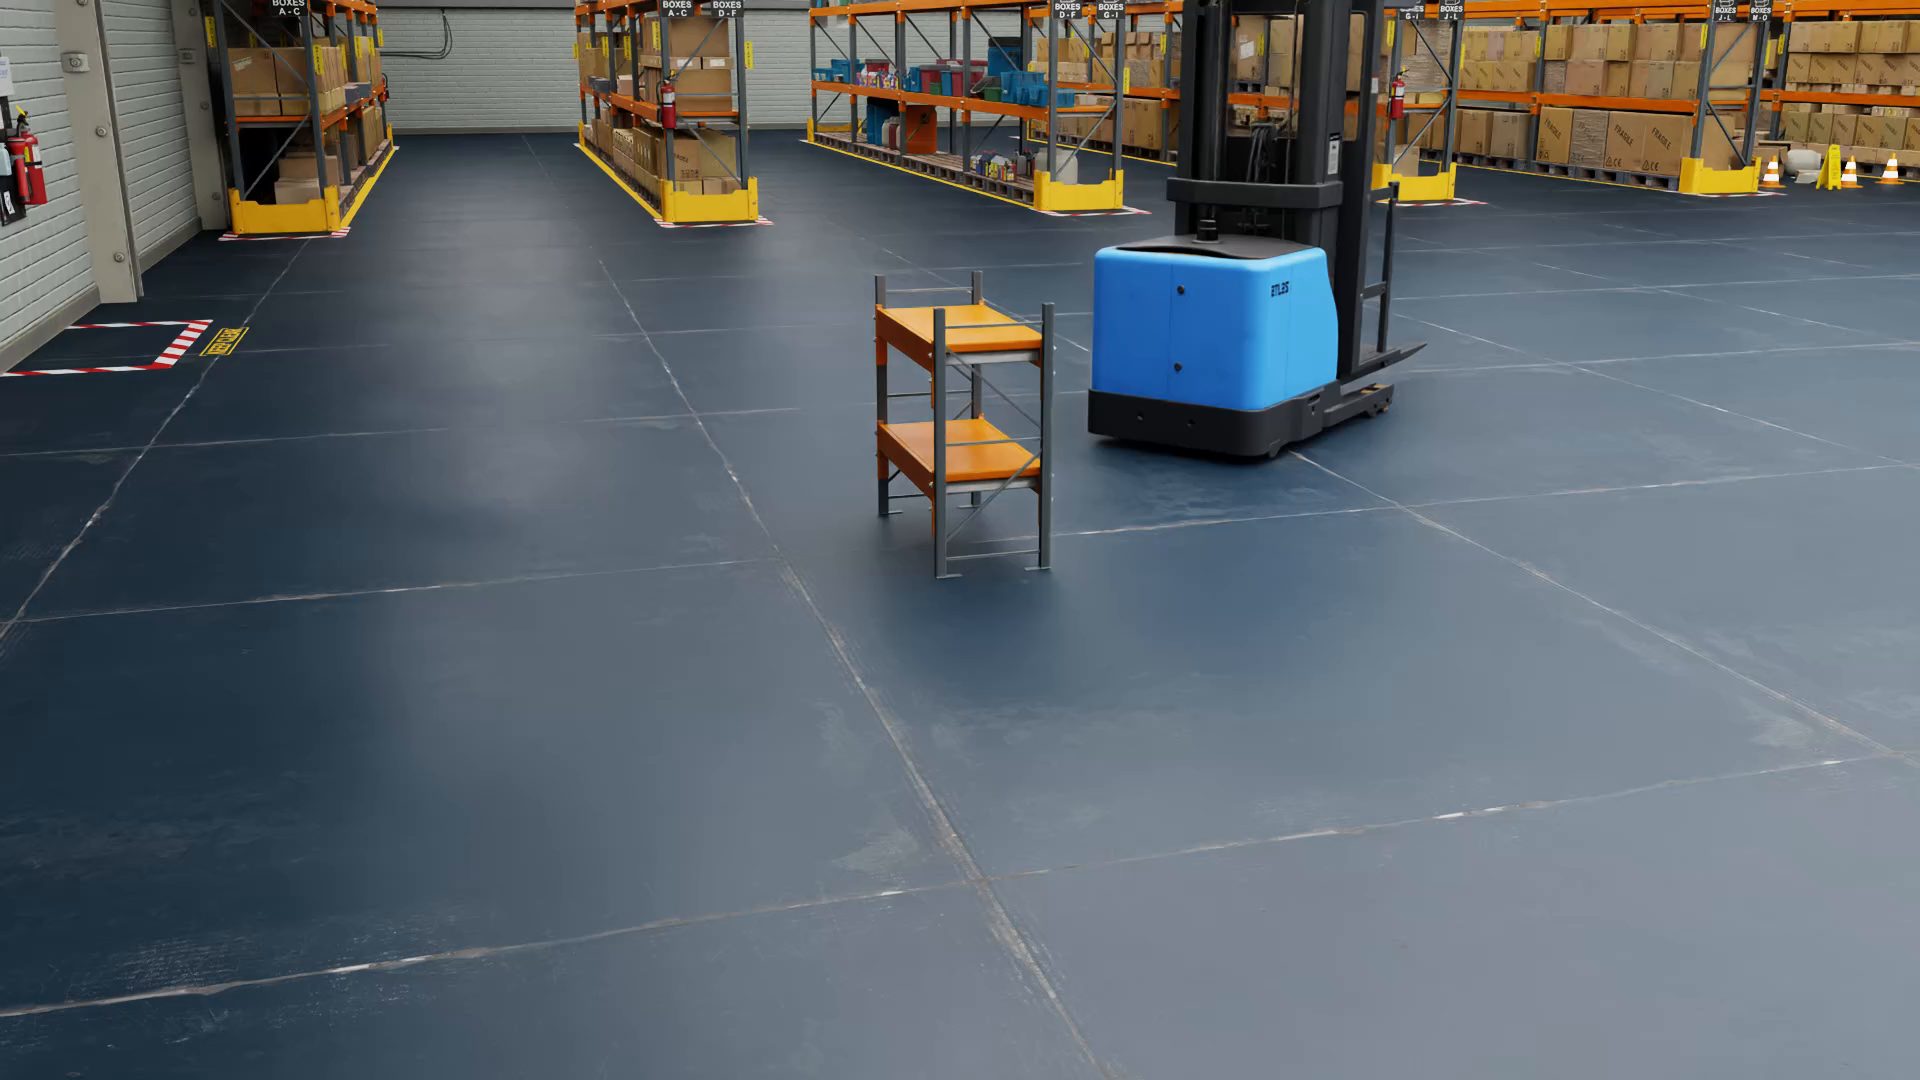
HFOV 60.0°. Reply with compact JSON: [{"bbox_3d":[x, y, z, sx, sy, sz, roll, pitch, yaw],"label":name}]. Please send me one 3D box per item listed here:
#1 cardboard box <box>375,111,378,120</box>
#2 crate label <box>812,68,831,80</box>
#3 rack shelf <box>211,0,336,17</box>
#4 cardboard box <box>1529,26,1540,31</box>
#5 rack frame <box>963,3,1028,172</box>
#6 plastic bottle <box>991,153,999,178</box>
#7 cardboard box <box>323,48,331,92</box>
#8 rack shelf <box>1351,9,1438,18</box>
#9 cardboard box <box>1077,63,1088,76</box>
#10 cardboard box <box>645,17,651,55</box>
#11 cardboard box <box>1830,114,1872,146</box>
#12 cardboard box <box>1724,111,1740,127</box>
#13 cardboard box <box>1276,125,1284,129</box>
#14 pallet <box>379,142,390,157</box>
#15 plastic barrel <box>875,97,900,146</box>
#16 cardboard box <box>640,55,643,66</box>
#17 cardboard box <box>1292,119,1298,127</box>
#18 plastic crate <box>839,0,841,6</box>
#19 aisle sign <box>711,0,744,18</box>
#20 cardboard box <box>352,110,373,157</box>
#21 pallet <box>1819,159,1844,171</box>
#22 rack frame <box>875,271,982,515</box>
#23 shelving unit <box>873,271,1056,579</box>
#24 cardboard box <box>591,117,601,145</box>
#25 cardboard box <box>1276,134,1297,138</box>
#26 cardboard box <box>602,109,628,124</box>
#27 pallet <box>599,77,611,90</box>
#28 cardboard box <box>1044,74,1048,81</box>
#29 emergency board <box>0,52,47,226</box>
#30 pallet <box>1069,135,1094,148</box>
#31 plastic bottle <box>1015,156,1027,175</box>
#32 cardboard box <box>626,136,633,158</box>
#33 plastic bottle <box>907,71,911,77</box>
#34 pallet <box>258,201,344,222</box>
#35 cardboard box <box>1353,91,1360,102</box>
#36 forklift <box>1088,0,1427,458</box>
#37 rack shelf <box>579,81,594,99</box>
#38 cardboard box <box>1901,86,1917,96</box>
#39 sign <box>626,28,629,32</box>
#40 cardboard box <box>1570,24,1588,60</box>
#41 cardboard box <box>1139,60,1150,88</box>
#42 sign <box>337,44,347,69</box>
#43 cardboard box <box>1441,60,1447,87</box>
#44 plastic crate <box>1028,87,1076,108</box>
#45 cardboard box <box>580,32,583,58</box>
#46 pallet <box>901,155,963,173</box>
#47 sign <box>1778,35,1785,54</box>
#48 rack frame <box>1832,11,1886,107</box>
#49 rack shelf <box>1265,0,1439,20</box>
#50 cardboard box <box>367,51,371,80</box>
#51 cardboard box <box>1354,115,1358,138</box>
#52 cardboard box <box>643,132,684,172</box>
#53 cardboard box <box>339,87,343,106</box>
[{"bbox_3d":[-11.210,-8.010,31.393,0.380,0.149,0.250,-4,17,-13],"label":"cardboard box"},{"bbox_3d":[-3.007,-10.116,36.101,0.416,0.233,0.303,-5,17,-15],"label":"crate label"},{"bbox_3d":[-8.436,-6.698,20.572,1.077,0.370,4.000,-5,17,-15],"label":"rack shelf"},{"bbox_3d":[12.794,-11.275,36.735,0.380,0.149,0.250,-5,17,-16],"label":"cardboard box"},{"bbox_3d":[0.540,-6.942,25.349,1.000,3.000,0.127,-5,17,-15],"label":"rack frame"},{"bbox_3d":[0.531,-5.458,24.249,0.144,0.351,0.185,-5,17,-16],"label":"plastic bottle"},{"bbox_3d":[-7.855,-5.643,19.945,0.500,0.500,0.500,-5,17,-15],"label":"cardboard box"},{"bbox_3d":[8.450,-10.450,33.062,1.077,0.370,4.000,-5,17,-15],"label":"rack shelf"},{"bbox_3d":[2.730,-9.719,34.336,0.500,0.250,0.500,-5,17,-16],"label":"cardboard box"},{"bbox_3d":[-3.956,-6.959,22.976,0.700,0.500,0.500,-5,17,-15],"label":"cardboard box"},{"bbox_3d":[15.032,-6.885,27.906,0.500,0.500,0.500,-4,17,-12],"label":"cardboard box"},{"bbox_3d":[17.476,-9.429,37.244,0.500,0.500,0.500,-5,17,-16],"label":"cardboard box"},{"bbox_3d":[7.180,-9.114,36.806,0.380,0.149,0.250,-5,17,-15],"label":"cardboard box"},{"bbox_3d":[-11.657,-7.591,32.356,1.003,0.211,1.213,-5,17,-15],"label":"pallet"},{"bbox_3d":[-1.331,-8.003,31.800,0.600,0.901,0.708,-5,17,-15],"label":"plastic barrel"},{"bbox_3d":[-4.336,-6.820,23.643,0.380,0.149,0.250,-5,17,-15],"label":"cardboard box"},{"bbox_3d":[7.422,-9.025,35.991,0.380,0.149,0.250,-6,18,-18],"label":"cardboard box"},{"bbox_3d":[-2.216,-10.738,33.063,0.416,0.233,0.300,-5,17,-15],"label":"plastic crate"},{"bbox_3d":[-2.812,-6.696,20.011,0.394,0.787,0.004,-5,17,-15],"label":"aisle sign"},{"bbox_3d":[-10.396,-6.893,28.194,0.750,0.750,0.750,-5,17,-16],"label":"cardboard box"},{"bbox_3d":[15.049,-6.599,29.053,1.003,0.211,1.213,-5,17,-15],"label":"pallet"},{"bbox_3d":[-0.142,-0.681,7.765,0.500,1.125,0.032,-5,17,-15],"label":"rack frame"},{"bbox_3d":[-0.002,-0.541,7.296,0.538,1.125,1.048,-5,17,-15],"label":"shelving unit"},{"bbox_3d":[-6.852,-7.913,32.162,0.500,0.500,0.500,-5,17,-15],"label":"cardboard box"},{"bbox_3d":[5.373,-6.224,26.573,0.500,0.500,0.500,-5,18,-17],"label":"cardboard box"},{"bbox_3d":[-6.111,-7.569,29.712,0.500,0.250,0.500,-5,17,-16],"label":"cardboard box"},{"bbox_3d":[-5.862,-8.104,29.549,1.003,0.211,1.213,-5,17,-15],"label":"pallet"},{"bbox_3d":[2.068,-10.124,36.379,0.380,0.149,0.250,-5,17,-16],"label":"cardboard box"},{"bbox_3d":[-6.619,-2.831,11.664,0.194,1.169,0.643,-5,17,-15],"label":"emergency board"},{"bbox_3d":[2.970,-8.428,35.141,1.003,0.211,1.213,-5,17,-15],"label":"pallet"},{"bbox_3d":[0.911,-5.621,24.921,0.152,0.276,0.135,-5,17,-15],"label":"plastic bottle"},{"bbox_3d":[-4.760,-5.937,25.078,0.500,0.311,0.500,-4,17,-14],"label":"cardboard box"},{"bbox_3d":[-0.898,-8.549,30.784,0.144,0.351,0.185,-5,17,-15],"label":"plastic bottle"},{"bbox_3d":[-8.097,-3.965,20.287,1.003,0.211,1.213,-5,17,-15],"label":"pallet"},{"bbox_3d":[5.884,-6.374,23.895,0.380,0.149,0.250,-5,17,-15],"label":"cardboard box"},{"bbox_3d":[1.963,-2.201,9.686,1.130,2.935,3.031,11,20,33],"label":"forklift"},{"bbox_3d":[-6.972,-8.973,33.361,1.077,0.370,4.000,-5,17,-15],"label":"rack shelf"},{"bbox_3d":[15.295,-7.180,26.577,0.380,0.149,0.250,-4,17,-14],"label":"cardboard box"},{"bbox_3d":[-6.983,-10.615,35.014,0.100,0.325,0.005,-5,17,-15],"label":"sign"},{"bbox_3d":[10.430,-8.039,26.863,0.875,0.550,0.550,-5,17,-15],"label":"cardboard box"},{"bbox_3d":[3.697,-8.743,31.171,0.500,0.500,0.500,-5,17,-16],"label":"cardboard box"},{"bbox_3d":[-8.466,-6.619,22.767,0.100,0.325,0.005,-5,17,-15],"label":"sign"},{"bbox_3d":[9.006,-8.566,30.582,0.500,0.500,0.500,-5,17,-16],"label":"cardboard box"},{"bbox_3d":[1.214,-5.879,22.069,0.499,0.251,0.616,-5,17,-15],"label":"plastic crate"},{"bbox_3d":[-7.370,-9.971,33.521,0.500,0.500,0.500,-4,17,-14],"label":"cardboard box"},{"bbox_3d":[-0.384,-6.496,28.710,1.003,0.211,1.213,-5,17,-15],"label":"pallet"},{"bbox_3d":[14.298,-8.627,28.945,0.100,0.325,0.005,-5,17,-15],"label":"sign"},{"bbox_3d":[18.503,-9.617,34.254,1.000,3.000,0.127,-5,17,-15],"label":"rack frame"},{"bbox_3d":[5.851,-7.873,24.483,1.077,0.370,4.000,-5,17,-15],"label":"rack shelf"},{"bbox_3d":[-10.815,-8.464,29.689,0.500,0.500,0.500,-5,17,-16],"label":"cardboard box"},{"bbox_3d":[8.267,-8.259,33.347,0.500,0.500,0.500,-6,18,-18],"label":"cardboard box"},{"bbox_3d":[-3.983,-5.227,22.386,0.500,0.500,0.500,-5,17,-15],"label":"cardboard box"},{"bbox_3d":[-8.435,-5.851,21.943,0.500,0.250,0.500,-5,17,-15],"label":"cardboard box"}]
